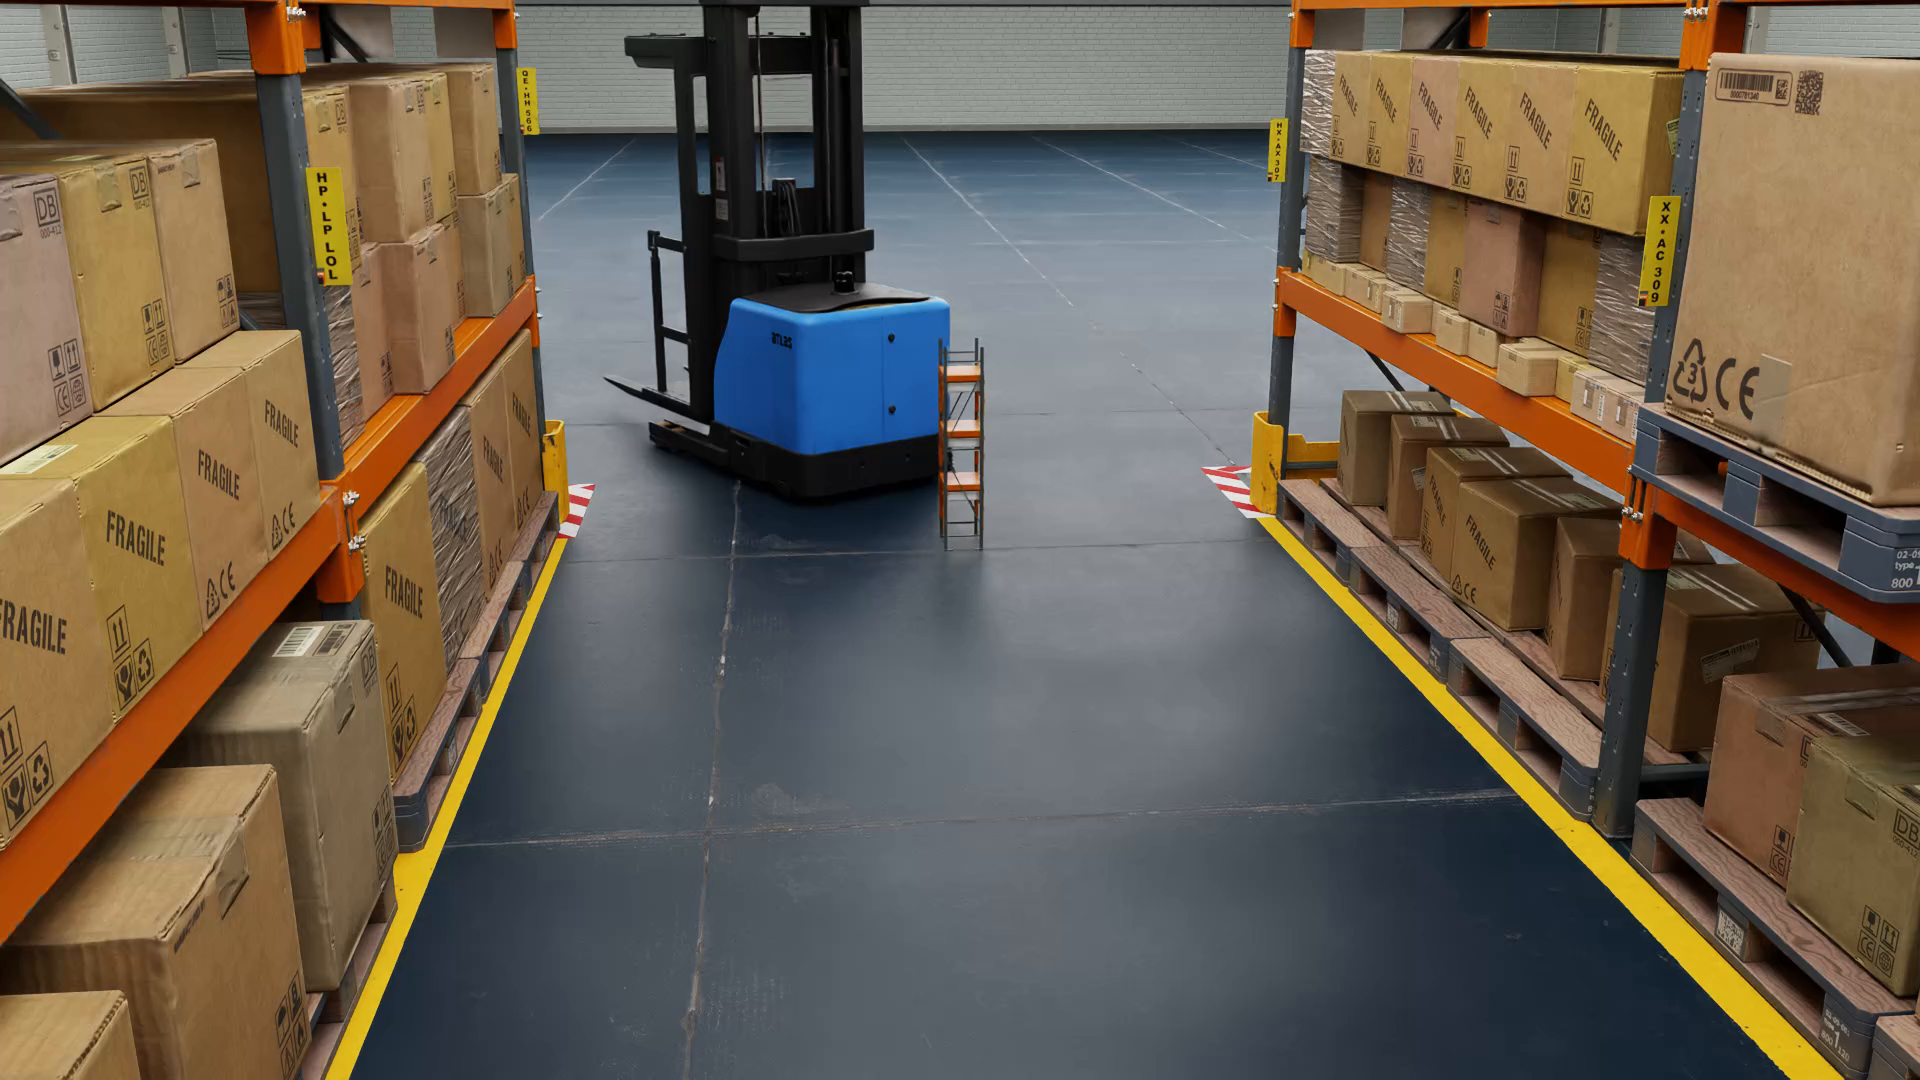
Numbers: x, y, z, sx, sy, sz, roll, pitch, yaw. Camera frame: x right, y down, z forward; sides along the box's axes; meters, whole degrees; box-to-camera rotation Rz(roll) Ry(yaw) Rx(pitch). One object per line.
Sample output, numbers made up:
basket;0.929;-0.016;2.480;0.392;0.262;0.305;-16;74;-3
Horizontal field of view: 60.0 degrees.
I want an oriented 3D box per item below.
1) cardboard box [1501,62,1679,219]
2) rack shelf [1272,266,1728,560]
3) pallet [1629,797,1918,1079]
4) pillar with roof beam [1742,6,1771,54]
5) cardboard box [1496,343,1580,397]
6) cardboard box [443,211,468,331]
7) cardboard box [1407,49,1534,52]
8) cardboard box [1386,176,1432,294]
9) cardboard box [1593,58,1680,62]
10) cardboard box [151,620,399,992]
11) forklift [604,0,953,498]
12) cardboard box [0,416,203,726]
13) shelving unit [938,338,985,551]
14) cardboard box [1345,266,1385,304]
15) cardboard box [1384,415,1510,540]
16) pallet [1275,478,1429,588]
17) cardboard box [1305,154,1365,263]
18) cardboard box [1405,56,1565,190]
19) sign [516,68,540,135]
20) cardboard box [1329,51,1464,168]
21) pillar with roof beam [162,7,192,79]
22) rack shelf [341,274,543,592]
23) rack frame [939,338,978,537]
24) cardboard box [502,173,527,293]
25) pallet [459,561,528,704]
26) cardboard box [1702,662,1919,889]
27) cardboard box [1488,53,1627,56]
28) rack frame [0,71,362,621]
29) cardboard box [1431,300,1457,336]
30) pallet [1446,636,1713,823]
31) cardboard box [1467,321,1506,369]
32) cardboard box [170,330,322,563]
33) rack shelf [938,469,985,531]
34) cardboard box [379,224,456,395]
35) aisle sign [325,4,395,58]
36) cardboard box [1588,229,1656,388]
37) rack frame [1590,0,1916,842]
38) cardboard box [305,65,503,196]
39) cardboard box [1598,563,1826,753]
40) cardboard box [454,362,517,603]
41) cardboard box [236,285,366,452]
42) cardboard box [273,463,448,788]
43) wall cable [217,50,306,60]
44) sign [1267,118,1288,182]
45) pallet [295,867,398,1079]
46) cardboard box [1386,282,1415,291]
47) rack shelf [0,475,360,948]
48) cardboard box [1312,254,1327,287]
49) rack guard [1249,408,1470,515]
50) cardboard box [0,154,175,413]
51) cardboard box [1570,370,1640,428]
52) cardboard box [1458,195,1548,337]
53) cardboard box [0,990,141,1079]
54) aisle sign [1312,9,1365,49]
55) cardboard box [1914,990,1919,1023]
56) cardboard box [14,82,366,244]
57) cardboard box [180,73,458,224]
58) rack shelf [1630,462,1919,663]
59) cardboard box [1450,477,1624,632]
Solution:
cardboard box;2.259;-1.409;5.824;0.500;0.500;0.500;-2;18;-6
rack shelf;2.425;-0.720;7.165;1.077;0.370;4.000;-2;18;-6
pallet;2.713;1.095;4.838;1.003;0.211;1.213;-2;18;-6
pillar with roof beam;11.175;-11.816;31.292;9.100;9.000;0.400;-2;18;-6
cardboard box;2.198;-0.625;6.080;0.380;0.149;0.250;-2;18;-6
cardboard box;-2.630;-1.165;7.129;0.875;0.550;0.550;-2;18;-6
cardboard box;2.522;-2.170;8.248;0.500;0.500;0.500;-2;18;-6
cardboard box;2.428;-1.389;7.430;0.875;0.500;0.500;-2;18;-6
cardboard box;2.734;-1.574;6.351;0.500;0.500;0.500;-2;18;-6
cardboard box;-2.159;0.710;4.461;1.050;0.750;0.750;-2;18;-6
forklift;-1.315;-2.013;10.194;1.130;2.935;3.031;-12;21;-34
cardboard box;-1.888;0.056;3.324;0.500;0.500;0.500;-2;17;-5
shelving unit;0.006;-0.485;8.469;0.215;1.050;0.252;-2;18;-6
cardboard box;2.075;-1.224;7.986;0.380;0.149;0.250;-2;18;-6
cardboard box;2.363;-0.304;8.109;0.500;0.500;0.500;3;18;9
pallet;2.276;-0.063;8.526;1.003;0.211;1.213;-2;18;-6
cardboard box;2.249;-1.684;8.371;0.875;0.500;0.500;-2;18;-6
cardboard box;2.160;-1.707;6.774;0.500;0.500;0.500;-2;18;-6
sign;-2.184;-2.214;8.394;0.100;0.325;0.005;-2;18;-6
cardboard box;2.049;-2.005;7.722;0.500;0.500;0.500;-2;18;-6
pillar with roof beam;-12.212;-12.897;34.734;9.100;9.000;0.400;-2;18;-6
rack shelf;-2.519;-0.597;6.773;1.077;0.370;4.000;-2;18;-6
rack frame;-0.007;-0.521;8.585;0.200;1.050;0.008;-2;18;-6
cardboard box;-2.642;-1.499;8.193;0.875;0.550;0.550;-2;18;-6
pallet;-2.442;0.393;7.075;1.003;0.211;1.213;-2;18;-6
cardboard box;2.674;0.699;4.883;0.700;0.500;0.500;-3;18;-10
cardboard box;2.628;-1.872;7.300;0.500;0.500;0.500;-2;18;-6
rack frame;-2.312;-0.345;4.767;1.000;3.000;0.127;-2;18;-6
cardboard box;2.227;-0.927;7.042;0.380;0.149;0.250;-2;18;-6
pallet;2.527;0.664;6.211;1.003;0.211;1.213;-2;18;-6
cardboard box;2.237;-0.777;6.563;0.380;0.149;0.250;-2;18;-6
cardboard box;-1.993;-0.245;4.283;0.500;0.500;0.500;-2;18;-6
rack shelf;0.006;-0.210;8.555;0.215;0.259;0.240;-2;18;-6
cardboard box;-2.380;-0.853;6.137;0.875;0.550;0.550;-2;18;-6
aisle sign;-3.031;-2.789;8.211;0.394;0.787;0.004;-2;18;-6
cardboard box;2.647;-0.793;5.533;0.875;0.500;0.500;-2;18;-6
rack frame;2.632;-0.468;5.159;1.000;3.000;0.127;-2;18;-6
cardboard box;-2.577;-1.850;7.510;0.875;0.550;0.550;-2;18;-6
cardboard box;2.630;0.404;5.854;0.500;0.500;0.500;-2;18;-7
cardboard box;-2.496;-0.261;7.347;0.875;0.875;0.875;-2;18;-7
cardboard box;-2.362;-0.526;5.094;0.875;0.550;0.550;-2;18;-6
cardboard box;-2.308;0.279;5.626;0.875;0.875;0.875;-2;17;-5
wall cable;-15.482;-12.201;37.701;3.097;2.526;0.112;-2;18;-6
sign;1.679;-2.056;8.772;0.100;0.325;0.005;-2;18;-6
pallet;-2.158;1.213;4.460;1.003;0.211;1.213;-2;18;-6
cardboard box;2.147;-1.075;7.513;0.380;0.149;0.250;-2;18;-6
rack shelf;-2.106;0.594;2.977;1.077;0.370;4.000;-2;18;-6
cardboard box;2.018;-1.372;8.460;0.380;0.149;0.250;-2;18;-6
rack guard;2.227;-0.444;9.258;1.175;0.500;0.348;-2;18;-6
cardboard box;-2.200;-0.568;3.644;0.700;0.500;0.500;-2;18;-7
cardboard box;2.301;-0.478;5.610;0.380;0.149;0.250;-2;18;-6
cardboard box;2.478;-1.089;6.475;0.875;0.500;0.500;-2;18;-6
cardboard box;-1.967;1.275;2.661;1.050;0.750;0.750;-2;17;-5
aisle sign;1.914;-2.909;8.595;0.394;0.787;0.004;-2;18;-6
cardboard box;2.762;1.008;3.898;0.700;0.500;0.500;-3;18;-10
cardboard box;-2.489;-1.203;5.447;0.875;0.550;0.550;-2;18;-6
cardboard box;-2.470;-1.525;6.475;0.875;0.550;0.500;-2;18;-6
rack shelf;2.838;0.471;3.369;1.077;0.370;4.000;-2;18;-6
cardboard box;2.421;0.051;6.979;0.500;0.500;0.500;-3;18;-11
